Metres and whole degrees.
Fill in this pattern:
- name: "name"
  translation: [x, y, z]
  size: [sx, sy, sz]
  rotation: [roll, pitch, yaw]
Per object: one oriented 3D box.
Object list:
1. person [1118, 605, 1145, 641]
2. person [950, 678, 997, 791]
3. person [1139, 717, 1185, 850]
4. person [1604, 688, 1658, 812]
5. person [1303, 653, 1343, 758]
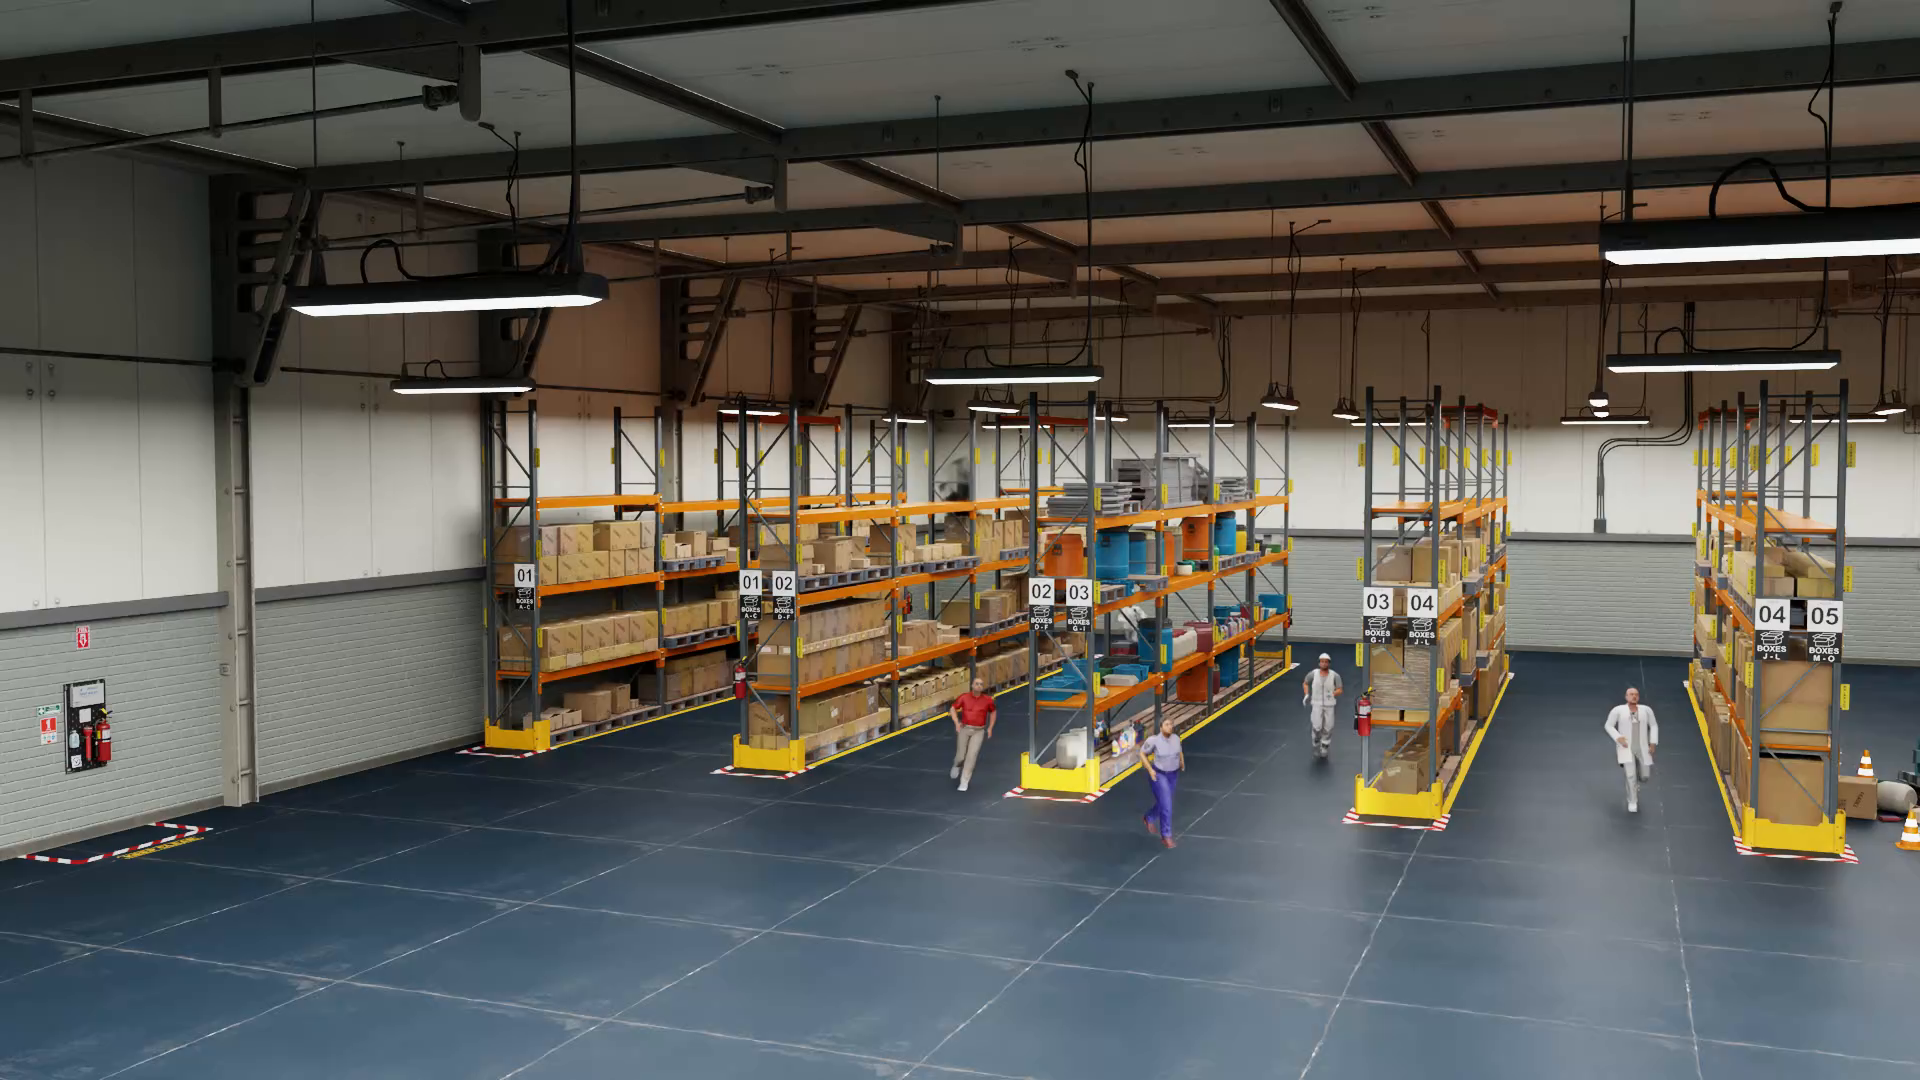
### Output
- name: "person"
  translation: [4.120, 2.180, 40.107]
  size: [0.581, 1.730, 0.720]
  rotation: [1, 3, 20]
- name: "person"
  translation: [0.213, 2.925, 25.264]
  size: [0.714, 1.666, 0.765]
  rotation: [0, 3, -4]
- name: "person"
  translation: [2.624, 3.114, 21.636]
  size: [0.603, 1.675, 0.826]
  rotation: [-2, 3, -33]
- name: "person"
  translation: [9.625, 2.977, 23.834]
  size: [0.730, 1.724, 0.716]
  rotation: [0, 3, 5]
- name: "person"
  translation: [5.995, 2.748, 27.466]
  size: [0.641, 1.744, 0.648]
  rotation: [0, 3, 10]
